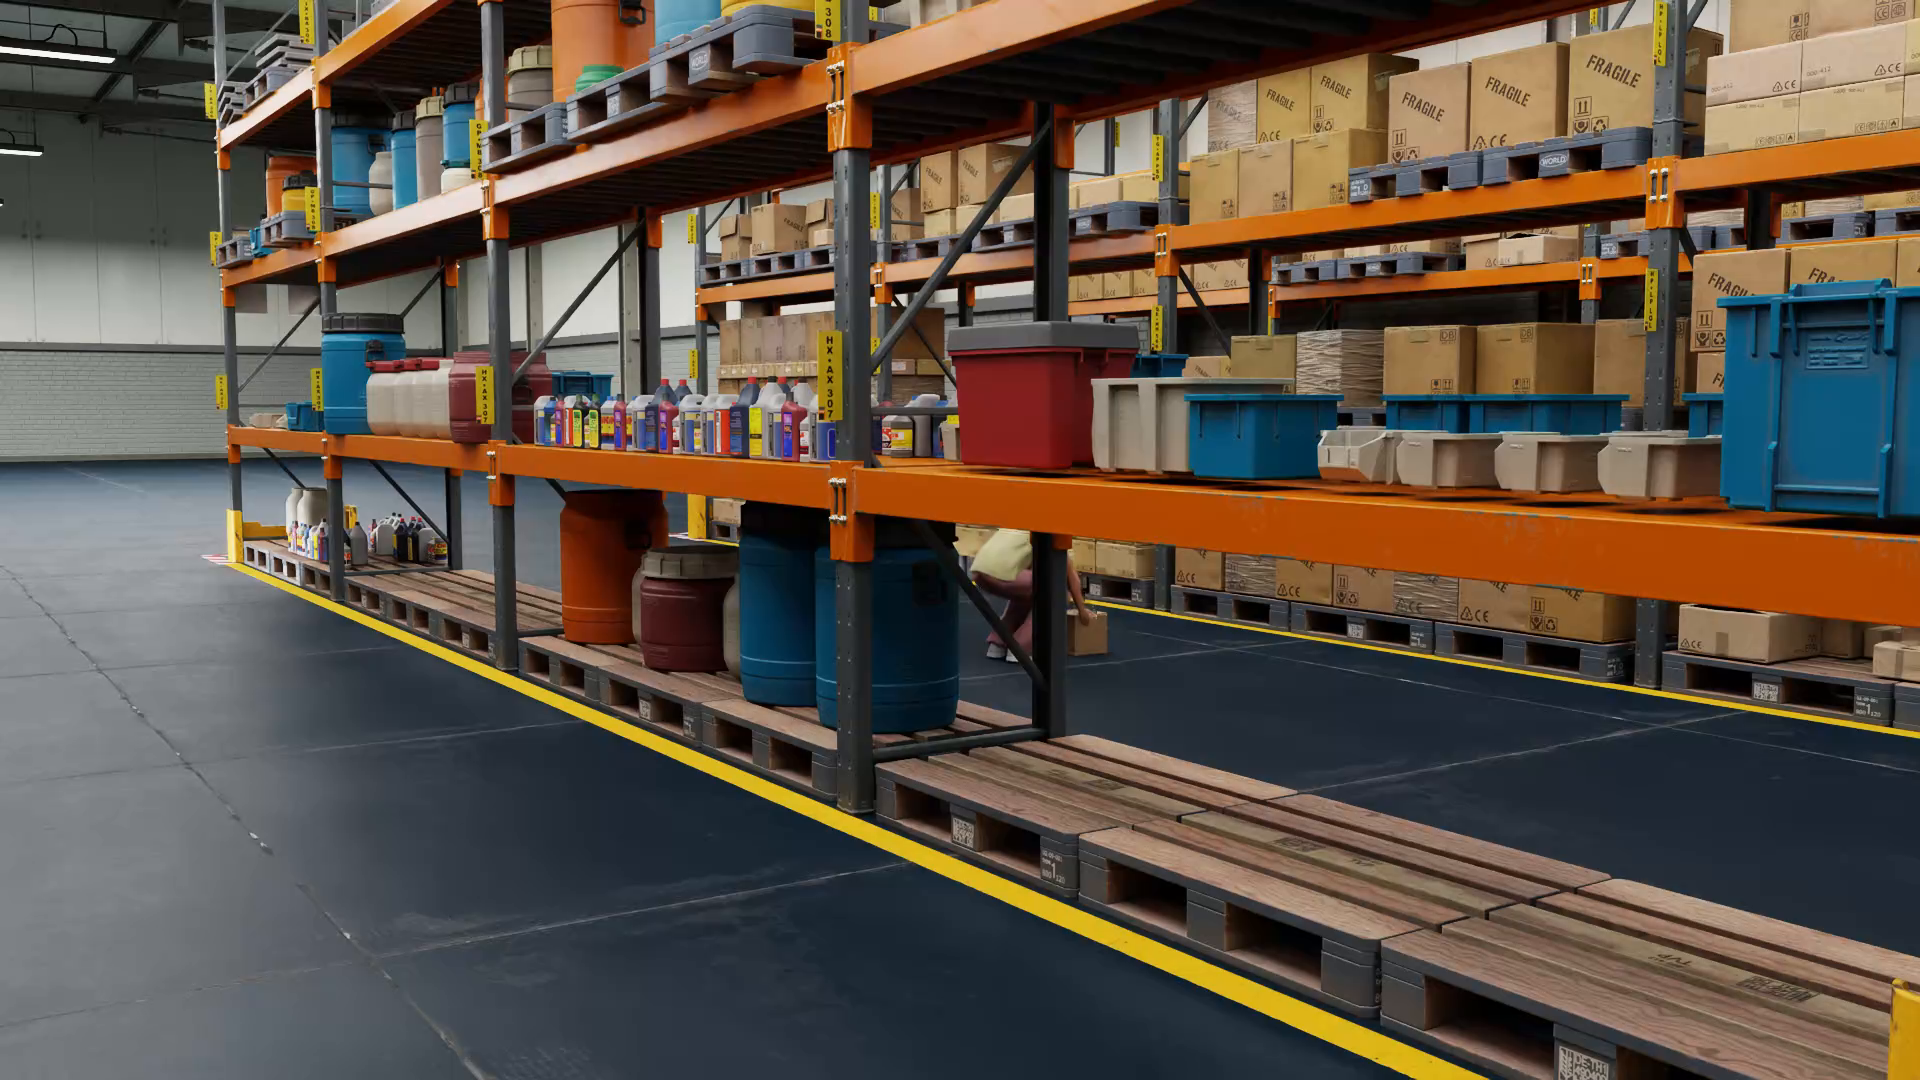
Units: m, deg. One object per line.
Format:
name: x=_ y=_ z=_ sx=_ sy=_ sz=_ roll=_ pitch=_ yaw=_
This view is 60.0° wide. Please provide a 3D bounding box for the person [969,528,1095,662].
person: x=0.416 y=0.226 z=10.071 sx=0.787 sy=0.974 sz=0.494 roll=-3 pitch=6 yaw=-34
